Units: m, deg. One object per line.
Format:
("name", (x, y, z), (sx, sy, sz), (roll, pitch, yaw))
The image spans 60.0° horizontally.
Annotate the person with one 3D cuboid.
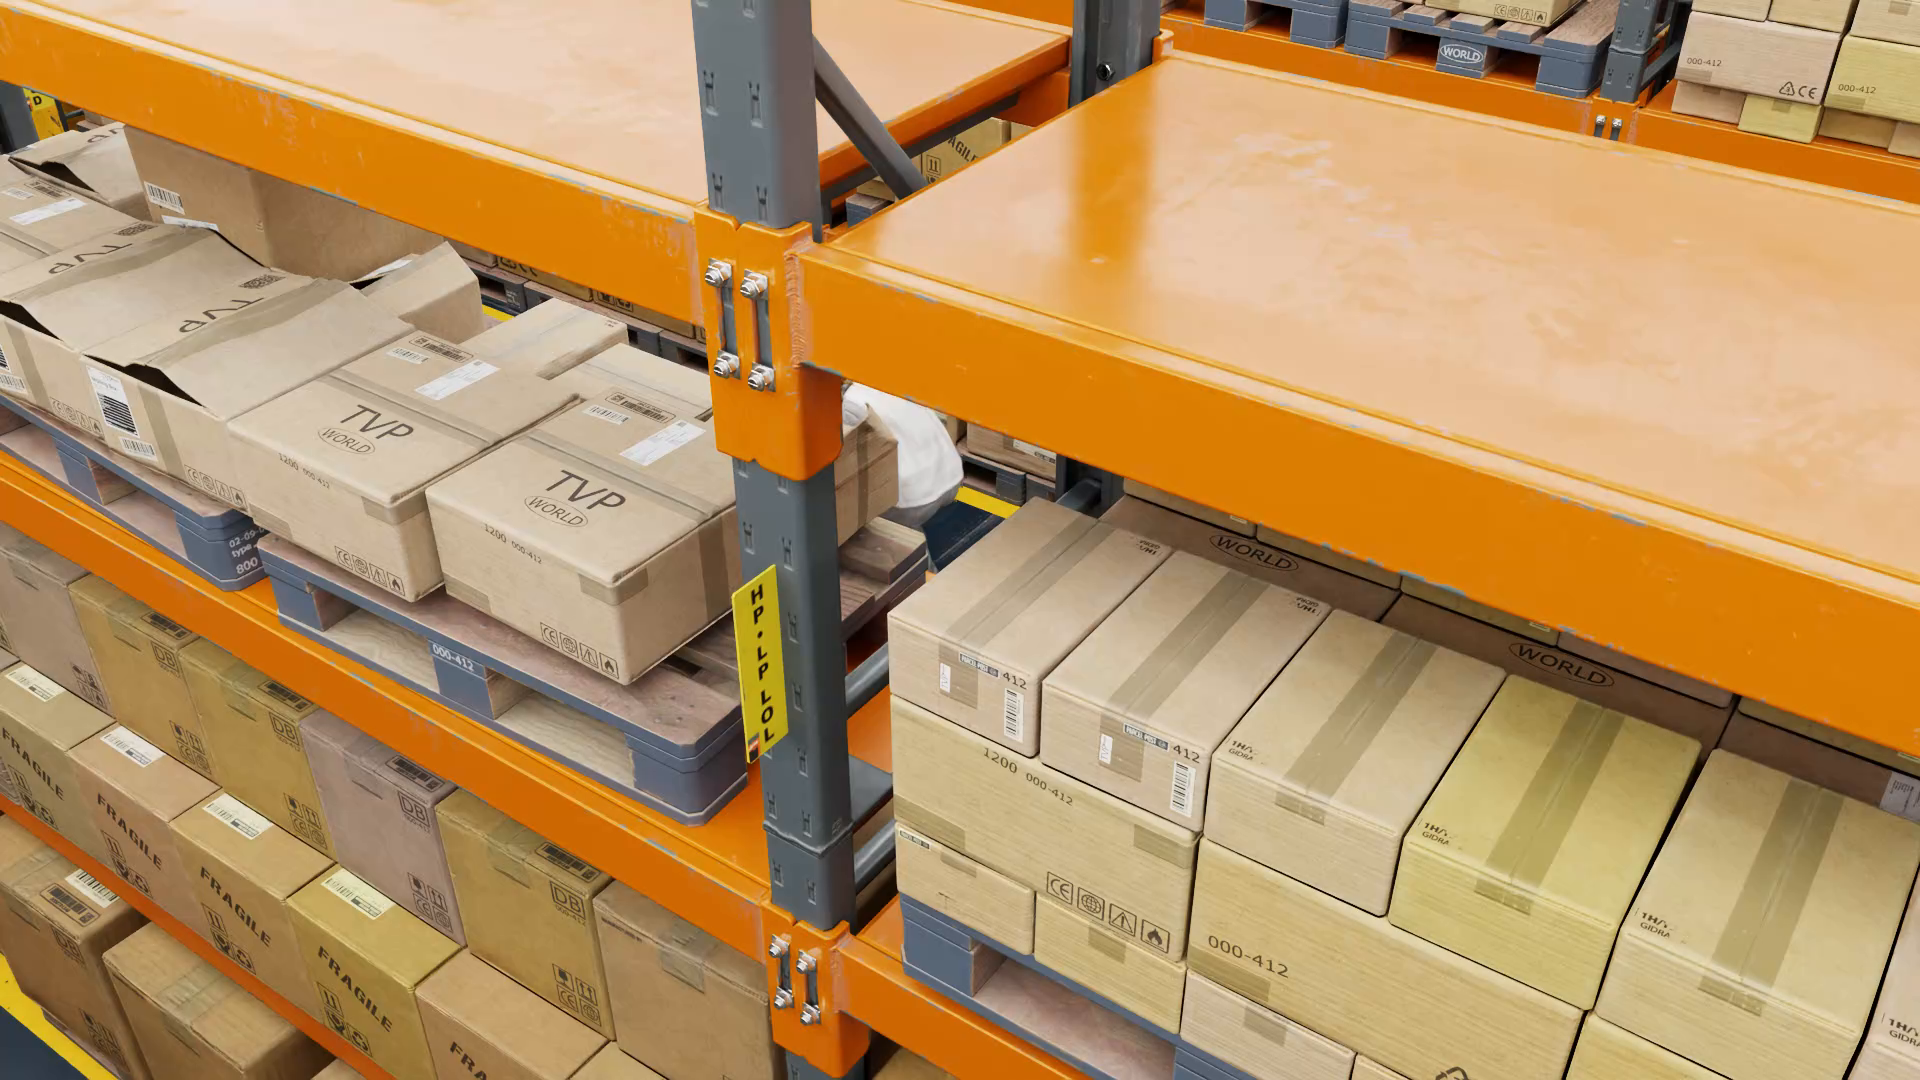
("person", (-0.363, -0.315, 8.045), (0.752, 1.450, 0.543), (22, 40, 28))
